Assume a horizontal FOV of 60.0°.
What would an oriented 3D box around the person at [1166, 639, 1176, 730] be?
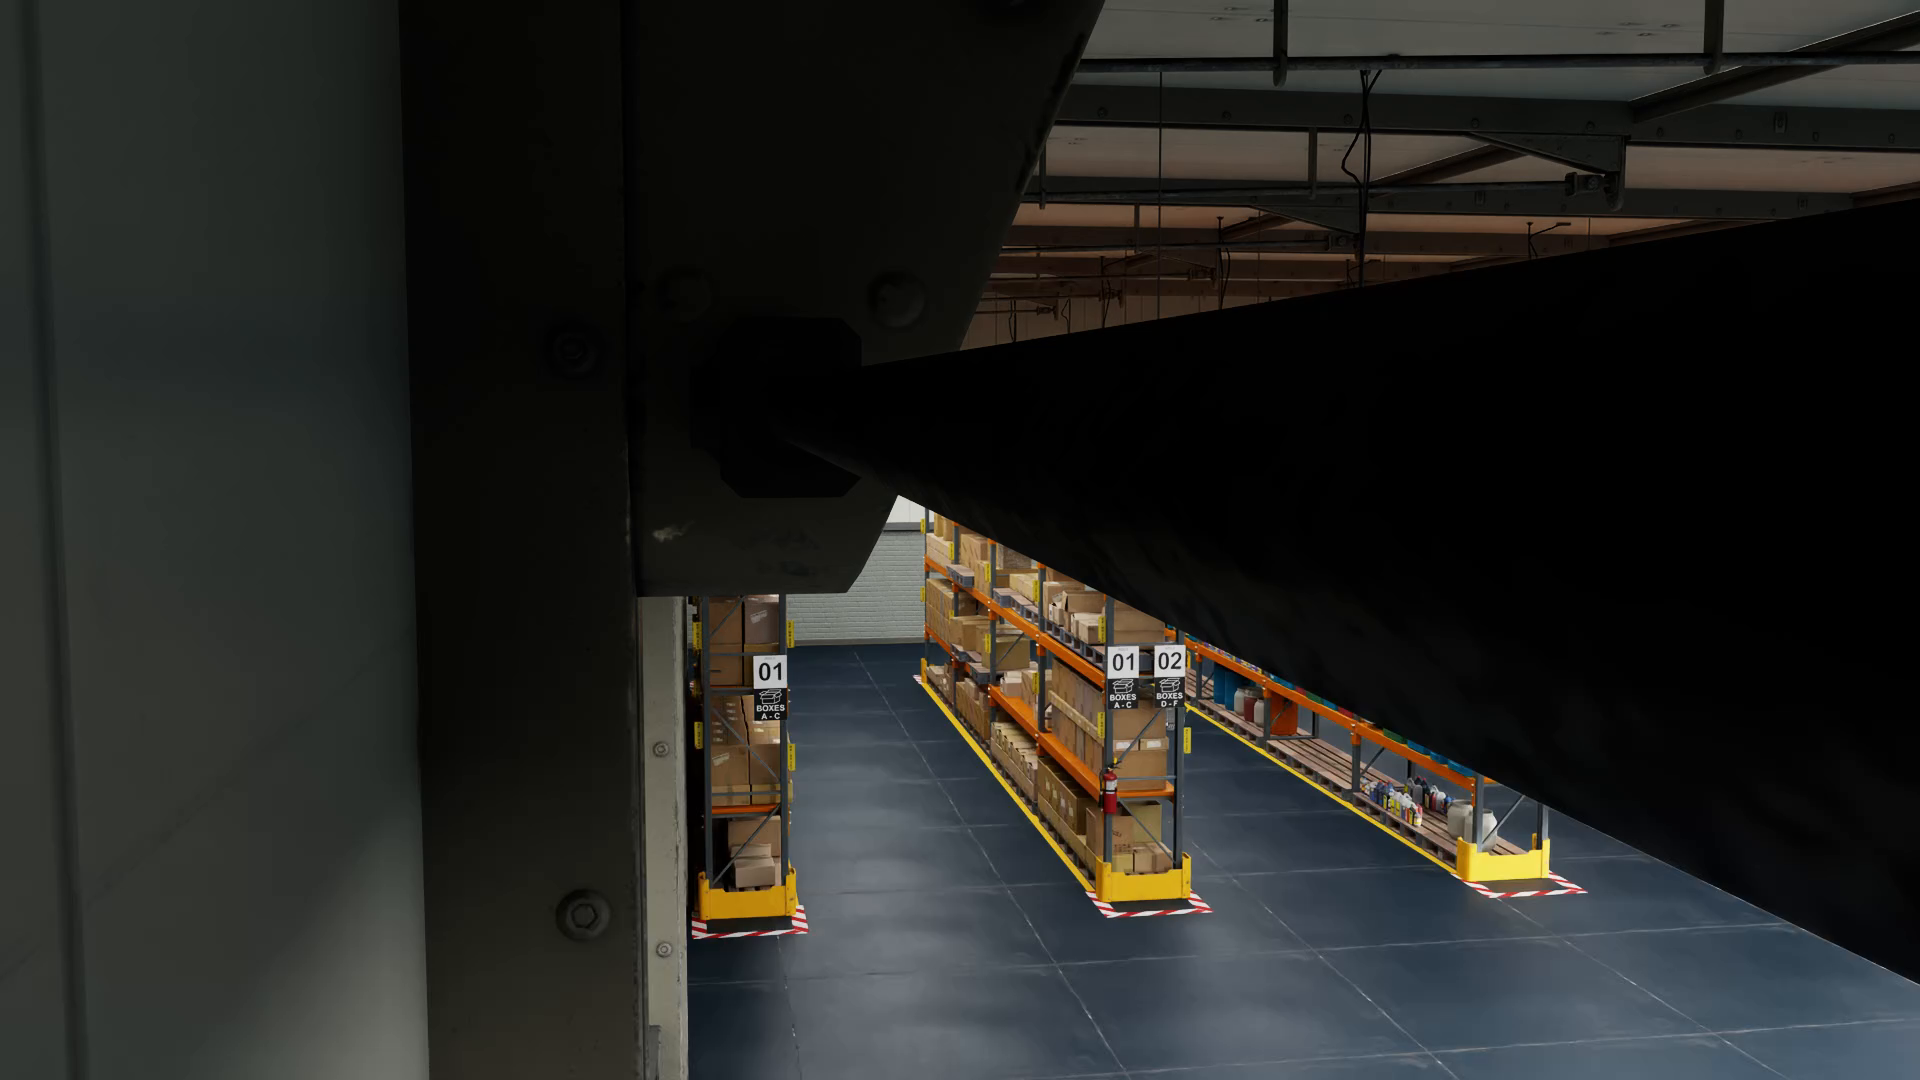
[{"bbox_3d":[4.018,2.724,31.553,0.464,1.686,0.577,-1,5,-13],"label":"person"}]
